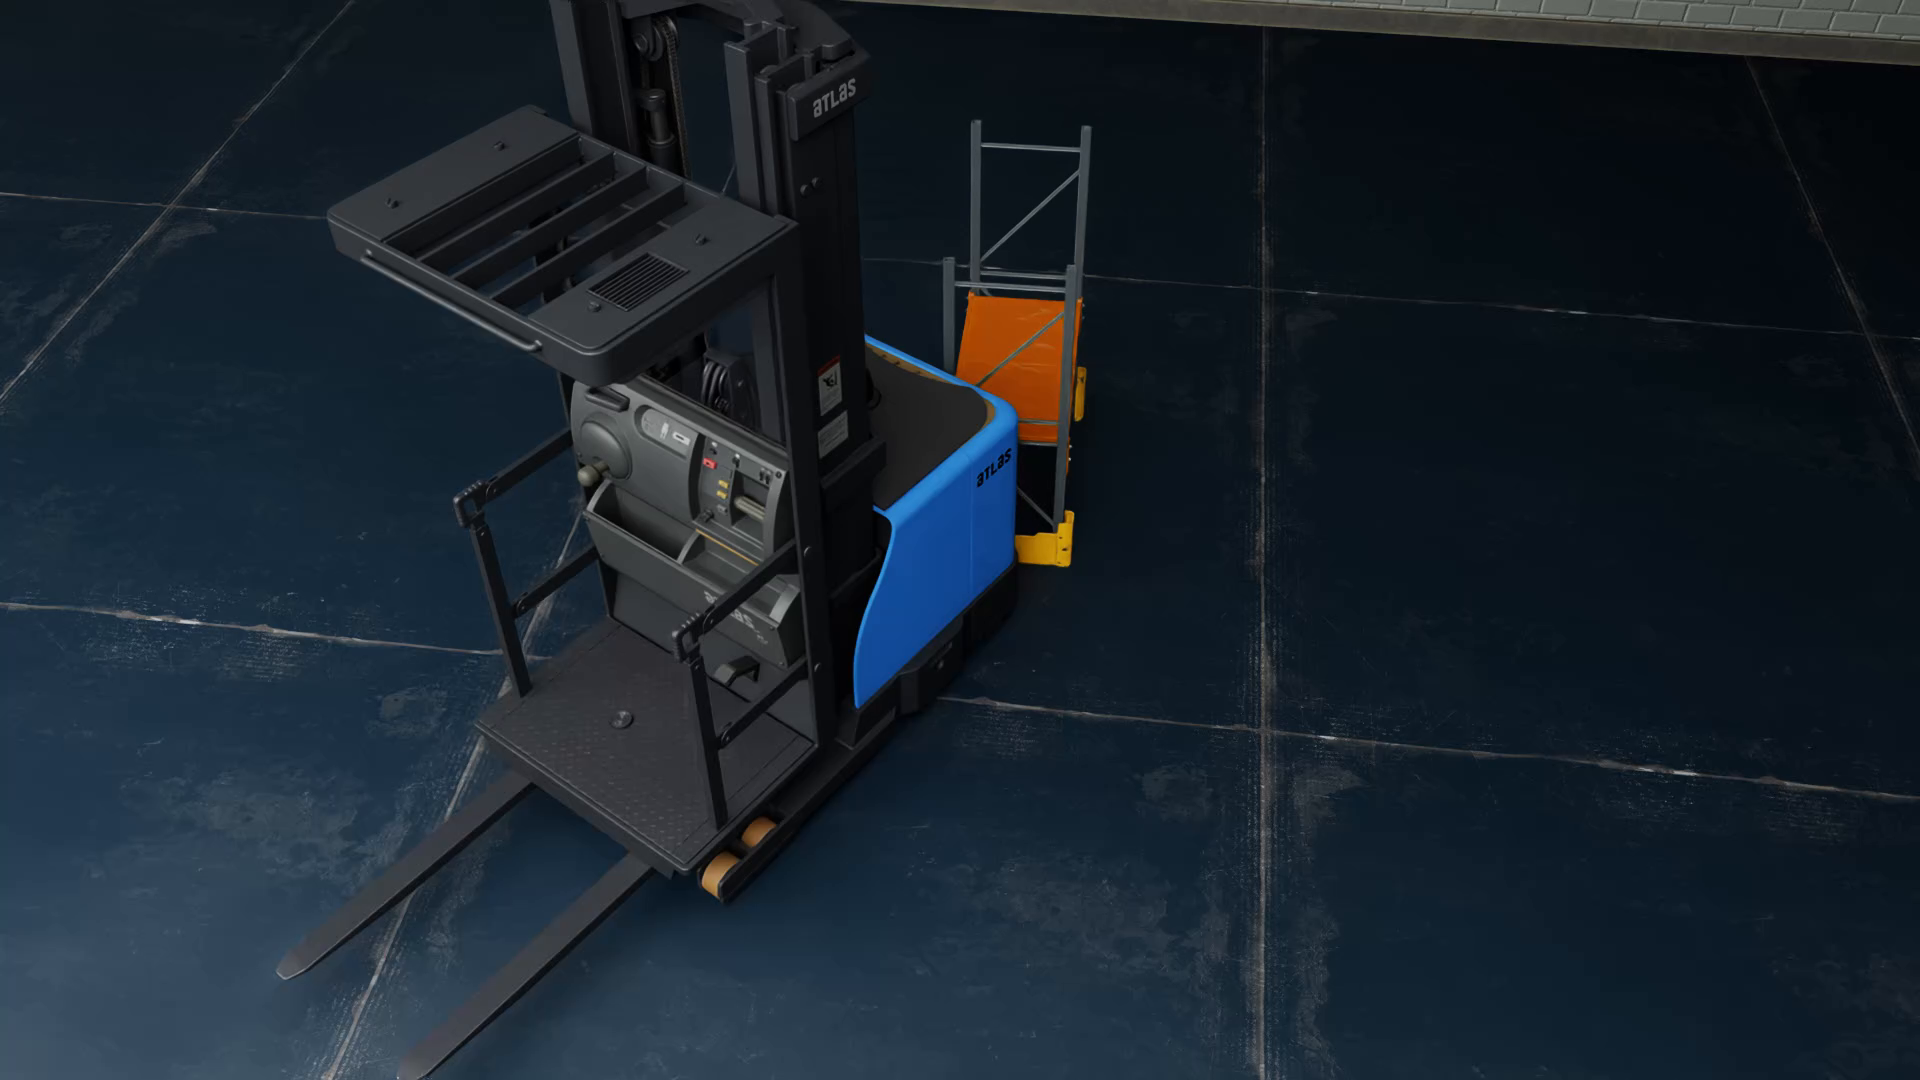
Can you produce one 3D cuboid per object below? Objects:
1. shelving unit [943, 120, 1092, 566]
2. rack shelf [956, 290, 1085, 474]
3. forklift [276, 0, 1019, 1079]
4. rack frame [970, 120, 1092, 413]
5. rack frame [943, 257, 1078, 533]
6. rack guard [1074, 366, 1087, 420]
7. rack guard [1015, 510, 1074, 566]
[{"bbox_3d":[0.240,-0.820,7.026,0.587,1.500,1.083,4,44,4],"label":"shelving unit"},{"bbox_3d":[0.241,-0.696,7.156,0.538,0.185,1.000,4,44,4],"label":"rack shelf"},{"bbox_3d":[-1.057,-0.180,5.309,1.130,2.935,3.031,28,50,26],"label":"forklift"},{"bbox_3d":[0.296,-1.174,7.399,0.500,1.500,0.032,4,44,4],"label":"rack frame"},{"bbox_3d":[0.187,-0.479,6.665,0.500,1.500,0.032,4,44,4],"label":"rack frame"},{"bbox_3d":[0.294,-0.707,7.815,0.587,0.250,0.087,4,44,4],"label":"rack guard"},{"bbox_3d":[0.187,-0.026,7.096,0.587,0.250,0.087,4,44,4],"label":"rack guard"}]
